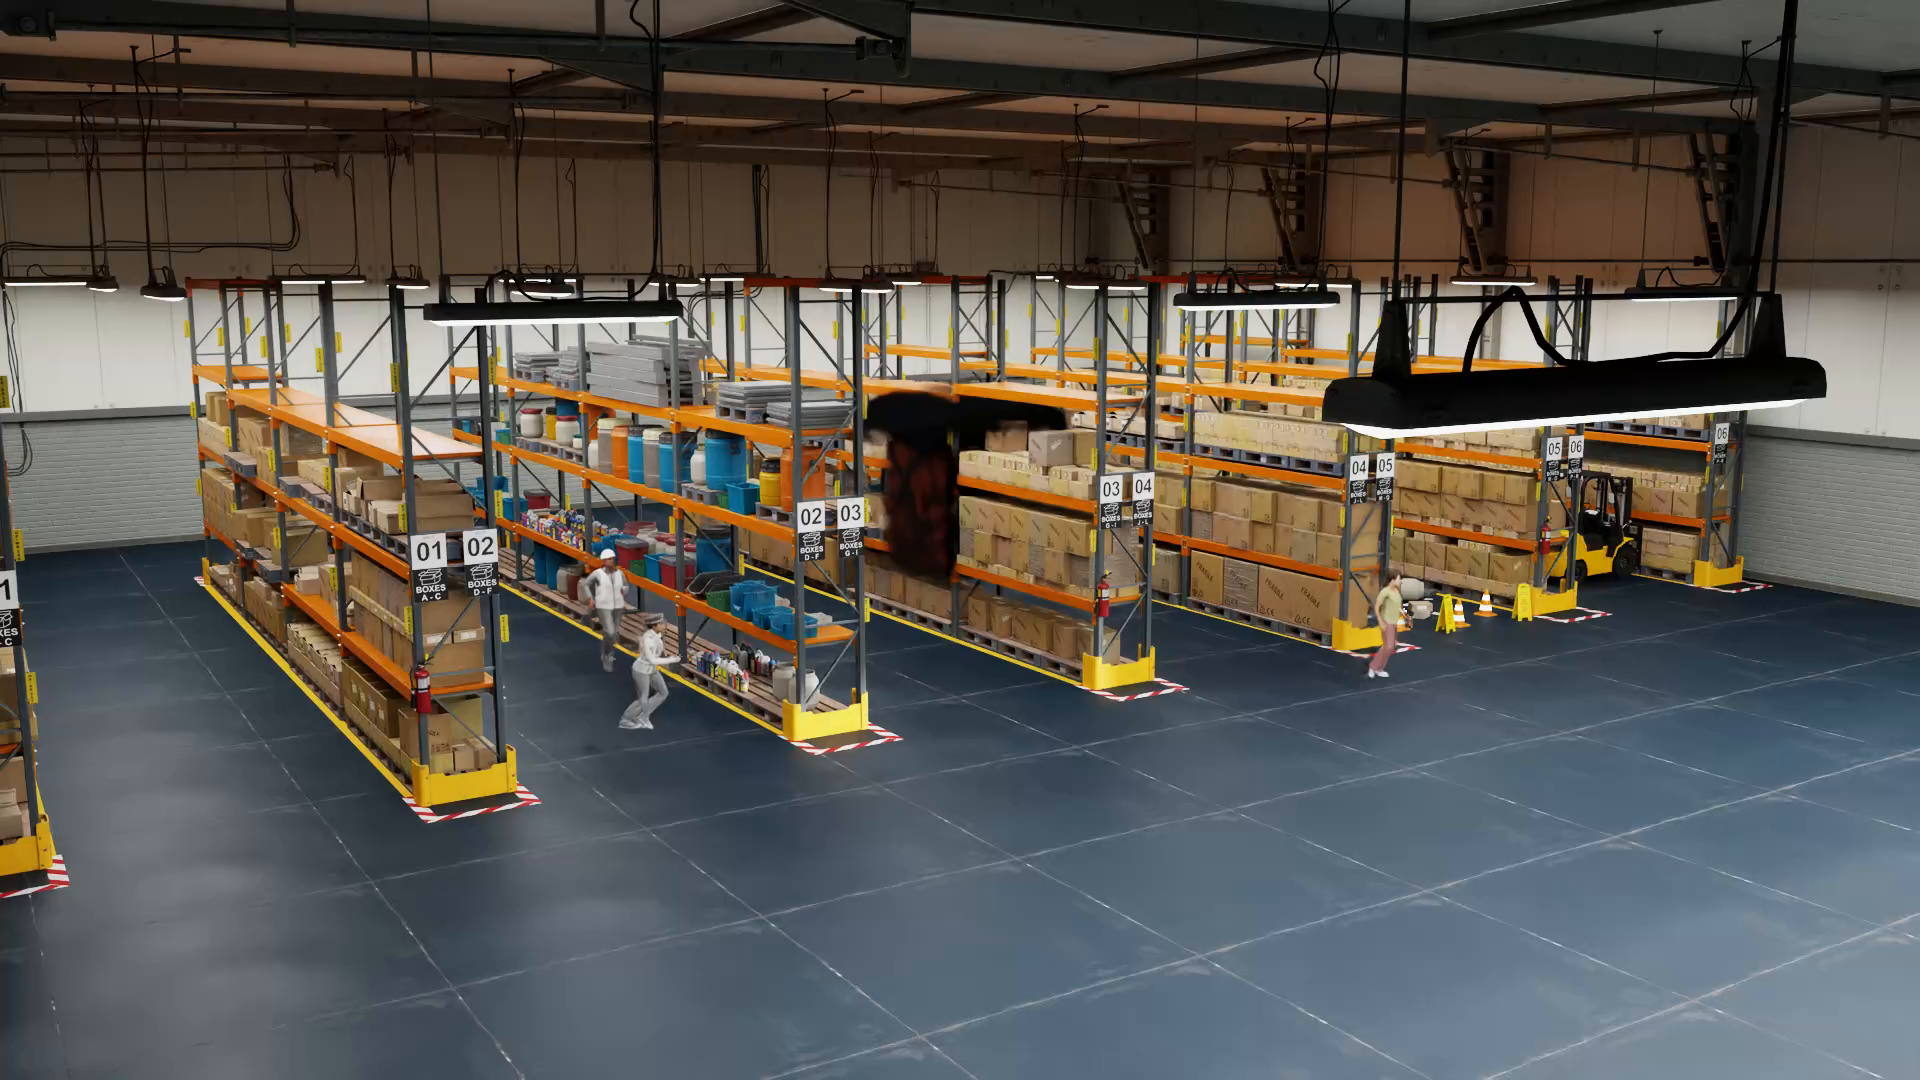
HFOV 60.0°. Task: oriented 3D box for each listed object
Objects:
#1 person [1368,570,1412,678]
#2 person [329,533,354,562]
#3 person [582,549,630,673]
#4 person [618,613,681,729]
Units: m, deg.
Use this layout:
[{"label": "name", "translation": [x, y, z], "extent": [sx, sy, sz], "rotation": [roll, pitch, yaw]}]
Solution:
[{"label": "person", "translation": [6.535, 1.301, 25.394], "extent": [0.559, 1.662, 0.714], "rotation": [7, 12, 34]}, {"label": "person", "translation": [-12.397, -0.072, 33.209], "extent": [0.840, 1.853, 0.666], "rotation": [8, 13, 40]}, {"label": "person", "translation": [-5.270, 1.063, 25.012], "extent": [0.651, 1.861, 0.721], "rotation": [-7, 12, -38]}, {"label": "person", "translation": [-4.026, 1.718, 21.559], "extent": [0.853, 1.606, 0.612], "rotation": [1, 10, 5]}]
